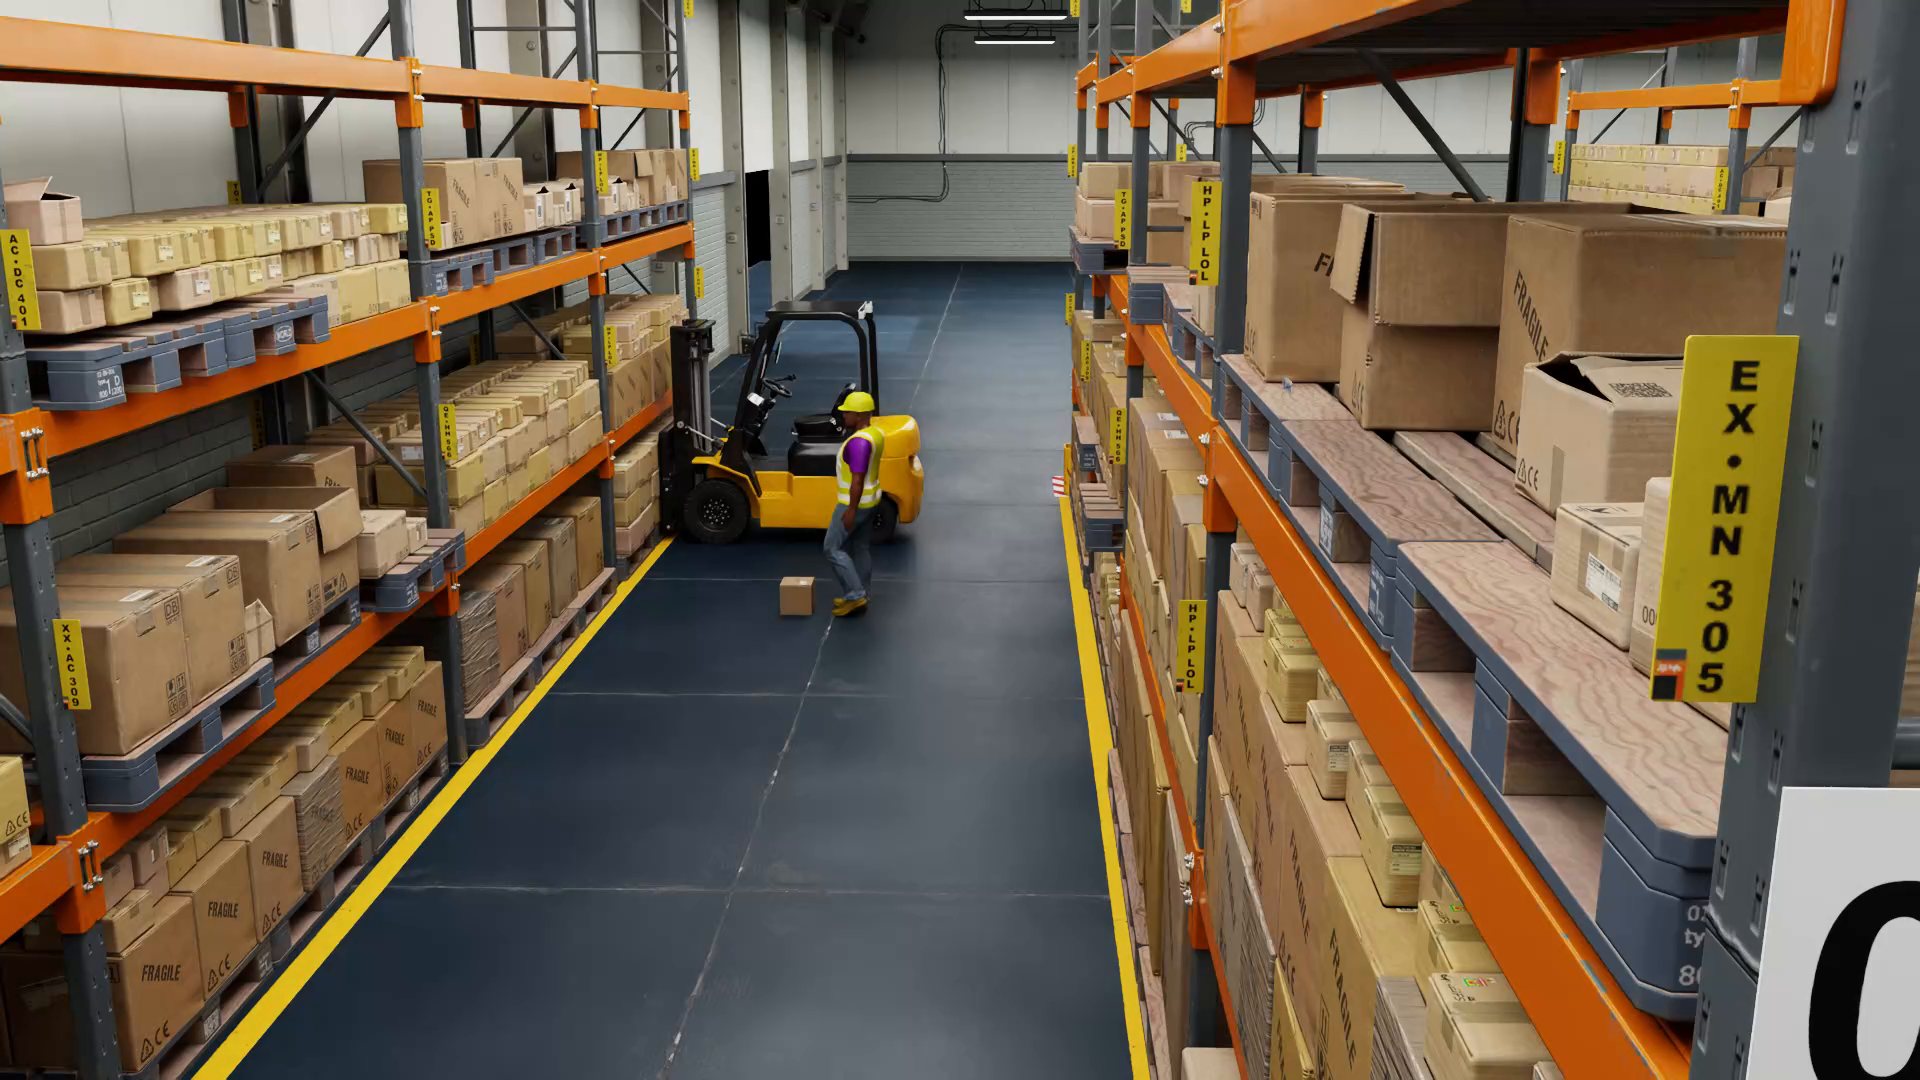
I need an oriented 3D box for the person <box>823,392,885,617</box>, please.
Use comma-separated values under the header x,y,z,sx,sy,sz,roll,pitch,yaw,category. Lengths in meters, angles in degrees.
x,y,z,sx,sy,sz,roll,pitch,yaw,category
-0.828,-0.293,13.119,0.451,1.774,0.620,4,14,15,person
